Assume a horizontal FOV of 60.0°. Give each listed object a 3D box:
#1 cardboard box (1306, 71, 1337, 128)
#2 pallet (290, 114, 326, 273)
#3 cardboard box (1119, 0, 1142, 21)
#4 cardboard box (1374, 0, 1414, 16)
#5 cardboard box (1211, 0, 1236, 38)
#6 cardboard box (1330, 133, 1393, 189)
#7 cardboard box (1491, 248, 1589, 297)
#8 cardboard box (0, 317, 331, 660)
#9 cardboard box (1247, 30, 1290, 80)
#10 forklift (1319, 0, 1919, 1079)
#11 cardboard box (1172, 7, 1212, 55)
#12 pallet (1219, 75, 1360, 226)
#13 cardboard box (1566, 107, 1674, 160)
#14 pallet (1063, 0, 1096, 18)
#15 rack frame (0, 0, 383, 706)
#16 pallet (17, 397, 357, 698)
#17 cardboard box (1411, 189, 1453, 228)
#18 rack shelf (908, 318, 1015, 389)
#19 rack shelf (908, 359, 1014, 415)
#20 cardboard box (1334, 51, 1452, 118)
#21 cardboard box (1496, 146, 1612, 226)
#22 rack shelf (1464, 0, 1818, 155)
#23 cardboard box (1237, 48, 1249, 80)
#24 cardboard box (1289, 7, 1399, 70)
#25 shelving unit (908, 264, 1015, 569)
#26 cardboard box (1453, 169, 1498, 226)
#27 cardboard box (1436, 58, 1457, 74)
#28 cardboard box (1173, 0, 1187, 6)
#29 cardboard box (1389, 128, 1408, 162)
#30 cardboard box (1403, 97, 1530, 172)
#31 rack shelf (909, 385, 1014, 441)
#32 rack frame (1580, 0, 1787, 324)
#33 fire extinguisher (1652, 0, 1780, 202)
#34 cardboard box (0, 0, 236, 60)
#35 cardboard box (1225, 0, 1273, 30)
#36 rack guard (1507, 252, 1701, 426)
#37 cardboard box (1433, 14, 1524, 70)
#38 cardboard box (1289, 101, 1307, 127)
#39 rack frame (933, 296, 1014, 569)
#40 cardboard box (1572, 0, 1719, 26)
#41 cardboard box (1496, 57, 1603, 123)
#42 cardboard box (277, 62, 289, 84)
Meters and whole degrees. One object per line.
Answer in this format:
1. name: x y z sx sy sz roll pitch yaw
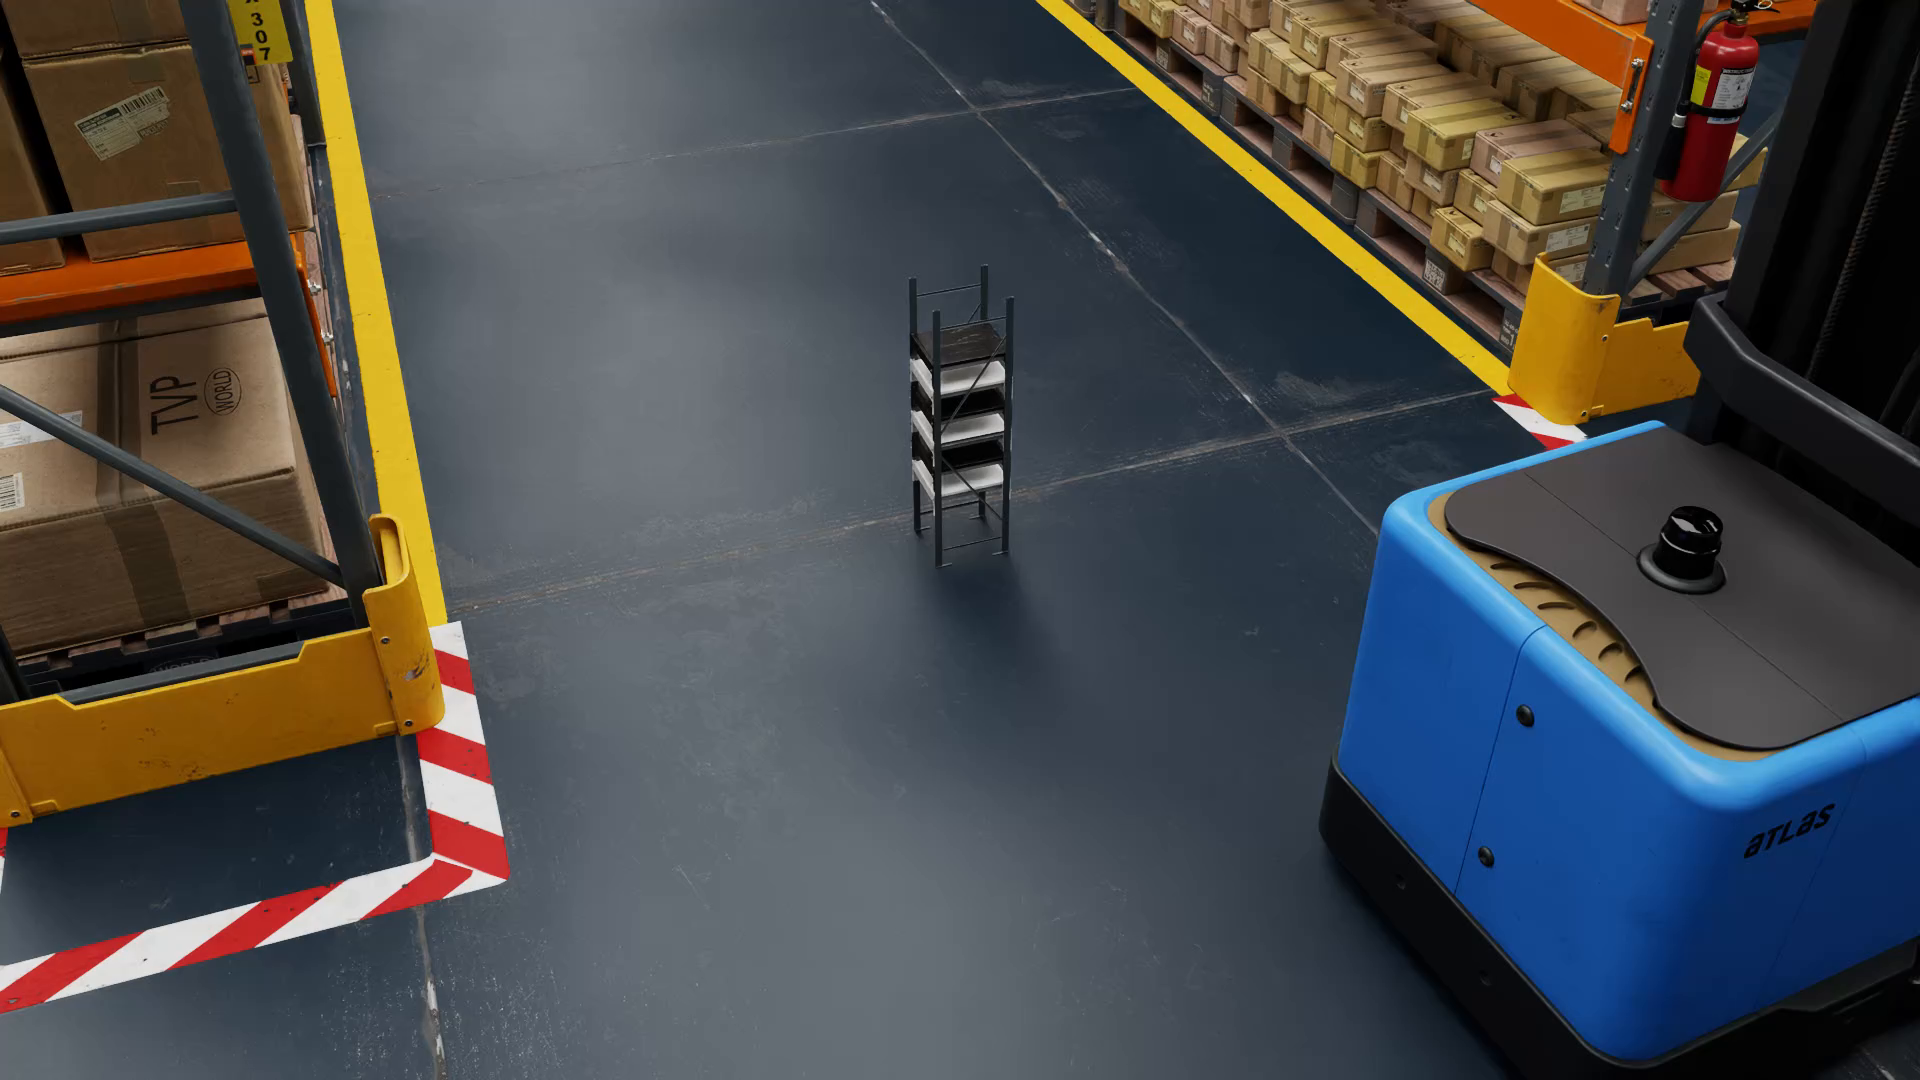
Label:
1. cardboard box: 1.696 -1.878 7.023 0.380 0.149 0.250 -11 38 -14
2. pallet: -3.214 -1.377 6.903 1.003 0.211 1.213 -12 39 -16
3. cardboard box: 1.034 -2.776 8.463 0.380 0.149 0.250 -14 39 -18
4. cardboard box: 2.095 -2.417 7.492 0.380 0.149 0.250 -14 39 -18
5. cardboard box: 1.414 -2.488 7.833 0.380 0.149 0.250 -14 39 -18
6. cardboard box: 1.773 -1.602 6.904 0.380 0.149 0.250 -14 39 -18
7. cardboard box: 2.210 -1.043 6.162 0.380 0.149 0.250 -12 39 -15
8. cardboard box: -2.347 -0.174 4.768 0.875 0.438 0.875 -14 39 -17
9. cardboard box: 1.514 -2.172 7.414 0.380 0.149 0.250 -13 39 -16
10. forklift: 2.459 -0.512 3.494 3.031 2.935 1.130 -16 40 -20
11. cardboard box: 1.260 -2.496 8.091 0.380 0.149 0.250 -13 39 -16
12. pallet: 1.899 -1.843 7.521 1.003 0.211 1.213 -12 39 -16
13. cardboard box: 2.518 -1.523 6.305 0.380 0.149 0.250 -12 39 -15
14. pallet: 0.941 -3.345 9.515 1.003 0.211 1.213 -12 39 -16
15. rack frame: -2.026 -0.677 3.656 1.000 3.000 0.127 -12 39 -16
16. pallet: -2.374 0.001 5.073 1.003 0.211 1.213 -12 39 -16
17. cardboard box: 2.017 -1.334 6.548 0.380 0.149 0.250 -13 39 -16
18. rack shelf: 0.003 -0.544 4.831 0.258 0.077 0.200 -12 39 -16
19. rack shelf: 0.003 -0.472 4.885 0.258 0.077 0.200 -12 39 -16
20. cardboard box: 1.752 -1.846 6.734 0.380 0.149 0.250 -11 38 -14
21. cardboard box: 2.167 -1.273 5.972 0.380 0.149 0.250 -12 39 -15
22. rack shelf: 1.899 -2.602 6.809 1.077 0.370 4.000 -12 39 -16
23. cardboard box: 1.520 -2.218 7.722 0.380 0.149 0.250 -14 39 -18
24. cardboard box: 1.649 -2.160 7.151 0.380 0.149 0.250 -12 39 -16
25. shelving unit: 0.003 -0.355 4.973 0.258 0.900 0.210 -12 39 -16
26. cardboard box: 2.098 -1.305 6.263 0.380 0.149 0.250 -13 39 -17
27. cardboard box: 2.140 -1.985 7.165 0.380 0.149 0.250 -11 38 -14
28. cardboard box: 1.206 -2.771 8.210 0.380 0.149 0.250 -12 39 -16
29. cardboard box: 1.961 -1.613 6.671 0.380 0.149 0.250 -13 39 -16
30. cardboard box: 1.926 -1.546 6.336 0.380 0.149 0.250 -13 39 -17
31. rack shelf: 0.003 -0.400 4.939 0.258 0.077 0.200 -12 39 -16
32. rack frame: 2.587 -1.759 5.093 1.000 3.000 0.127 -12 39 -16
33. fire extinguisher: 2.241 -1.342 4.912 0.296 0.674 0.183 -12 39 -16
34. cardboard box: -1.923 -1.447 3.764 0.500 0.500 0.500 -13 39 -17
35. cardboard box: 1.429 -2.444 7.528 0.380 0.149 0.250 -12 39 -15
36. rack guard: 2.561 -0.804 5.902 1.175 0.500 0.348 -12 39 -16
37. cardboard box: 2.254 -2.132 7.113 0.380 0.149 0.250 -12 39 -15
38. cardboard box: 1.681 -1.919 7.325 0.380 0.149 0.250 -11 38 -15
39. rack frame: 0.038 -0.297 4.897 0.240 0.900 0.006 -12 39 -16
40. cardboard box: 2.210 -1.785 5.335 0.380 0.149 0.250 -12 39 -16
41. cardboard box: 2.389 -1.815 6.692 0.380 0.149 0.250 -14 39 -18
42. cardboard box: -2.280 -1.619 4.823 0.500 0.500 0.500 -13 39 -16
